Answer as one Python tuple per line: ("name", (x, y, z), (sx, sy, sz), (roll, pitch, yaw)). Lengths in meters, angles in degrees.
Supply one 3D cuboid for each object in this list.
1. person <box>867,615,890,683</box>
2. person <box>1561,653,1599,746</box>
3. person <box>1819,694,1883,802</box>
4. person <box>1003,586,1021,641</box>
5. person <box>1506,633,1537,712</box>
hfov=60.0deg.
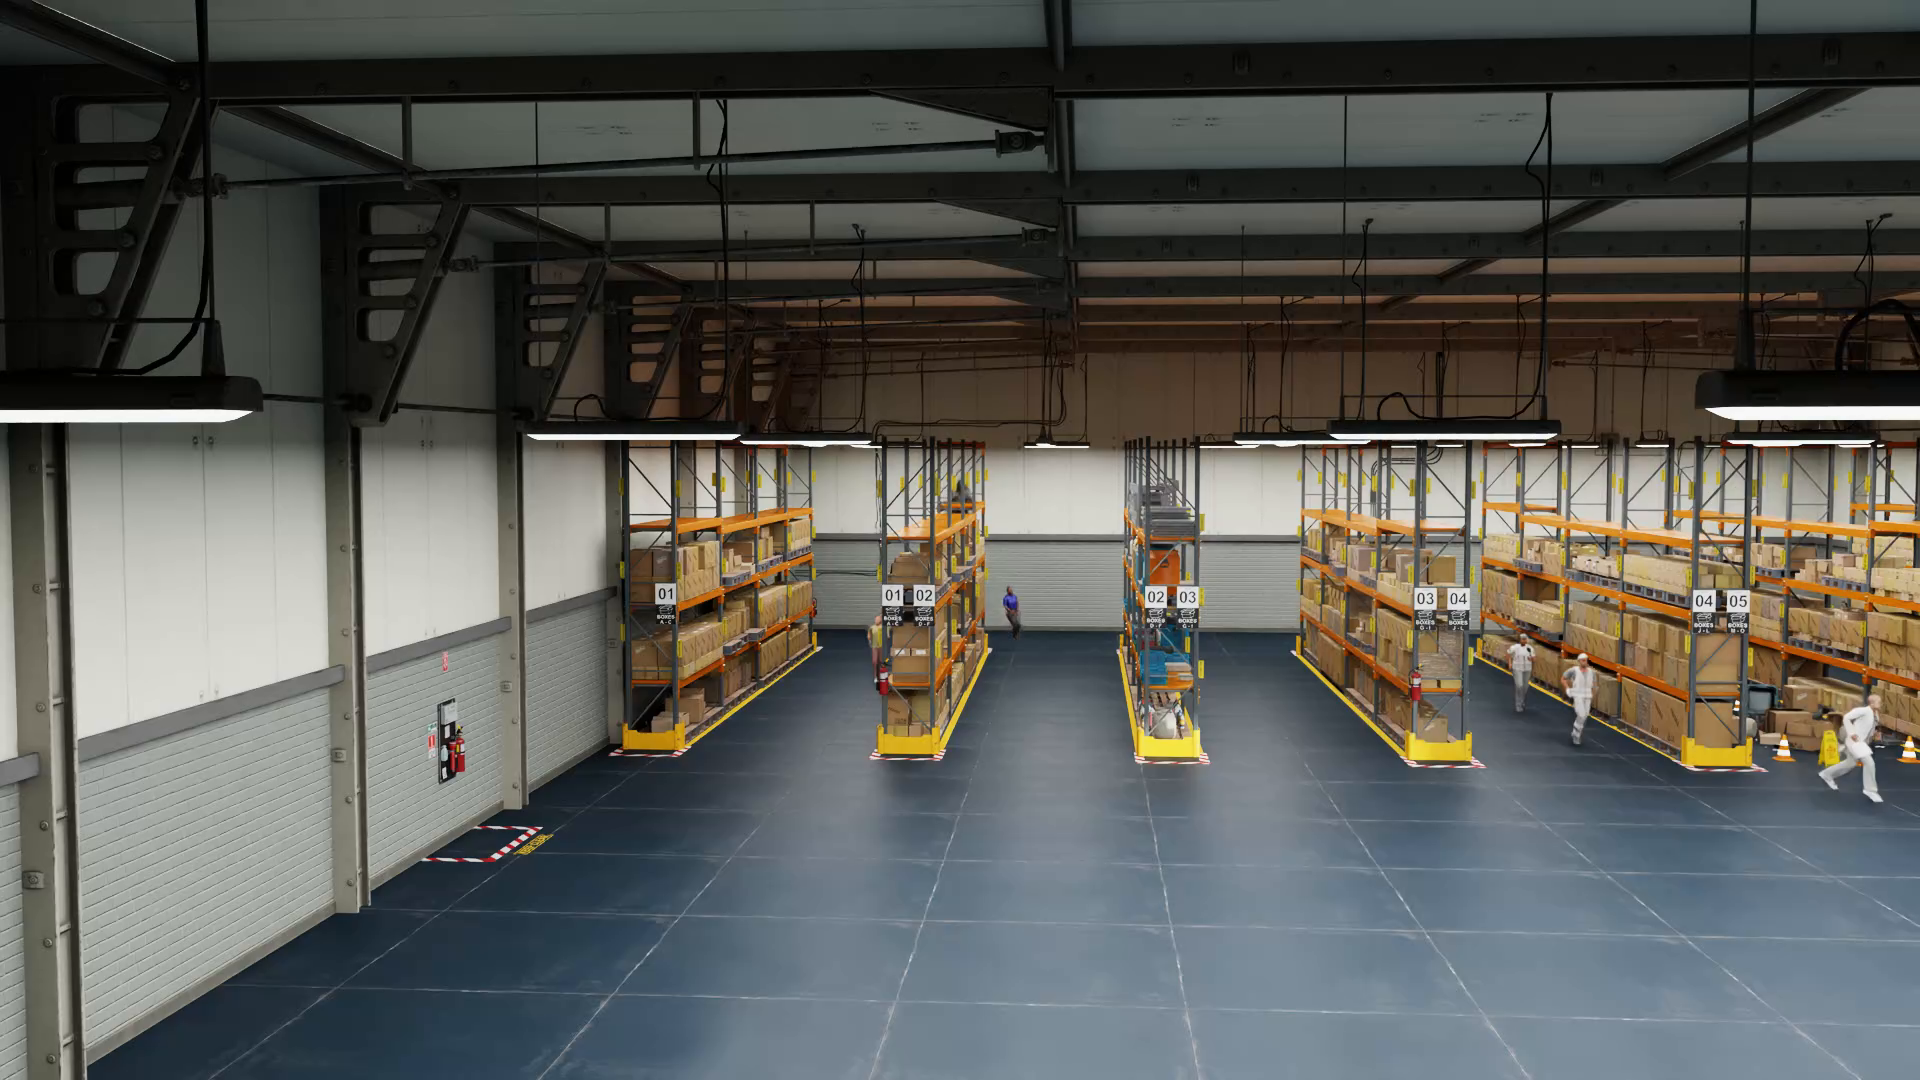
("person", (-2.032, 2.686, 41.341), (0.586, 1.663, 0.760), (0, 3, 8))
("person", (12.110, 3.105, 32.366), (0.632, 1.806, 0.724), (0, 3, -9))
("person", (14.759, 3.413, 27.517), (0.725, 1.792, 1.048), (-2, 4, -39))
("person", (1.526, 2.123, 47.690), (0.596, 1.563, 0.528), (-2, 3, -26))
("person", (12.436, 2.924, 36.812), (0.582, 1.726, 0.768), (0, 3, 0))
